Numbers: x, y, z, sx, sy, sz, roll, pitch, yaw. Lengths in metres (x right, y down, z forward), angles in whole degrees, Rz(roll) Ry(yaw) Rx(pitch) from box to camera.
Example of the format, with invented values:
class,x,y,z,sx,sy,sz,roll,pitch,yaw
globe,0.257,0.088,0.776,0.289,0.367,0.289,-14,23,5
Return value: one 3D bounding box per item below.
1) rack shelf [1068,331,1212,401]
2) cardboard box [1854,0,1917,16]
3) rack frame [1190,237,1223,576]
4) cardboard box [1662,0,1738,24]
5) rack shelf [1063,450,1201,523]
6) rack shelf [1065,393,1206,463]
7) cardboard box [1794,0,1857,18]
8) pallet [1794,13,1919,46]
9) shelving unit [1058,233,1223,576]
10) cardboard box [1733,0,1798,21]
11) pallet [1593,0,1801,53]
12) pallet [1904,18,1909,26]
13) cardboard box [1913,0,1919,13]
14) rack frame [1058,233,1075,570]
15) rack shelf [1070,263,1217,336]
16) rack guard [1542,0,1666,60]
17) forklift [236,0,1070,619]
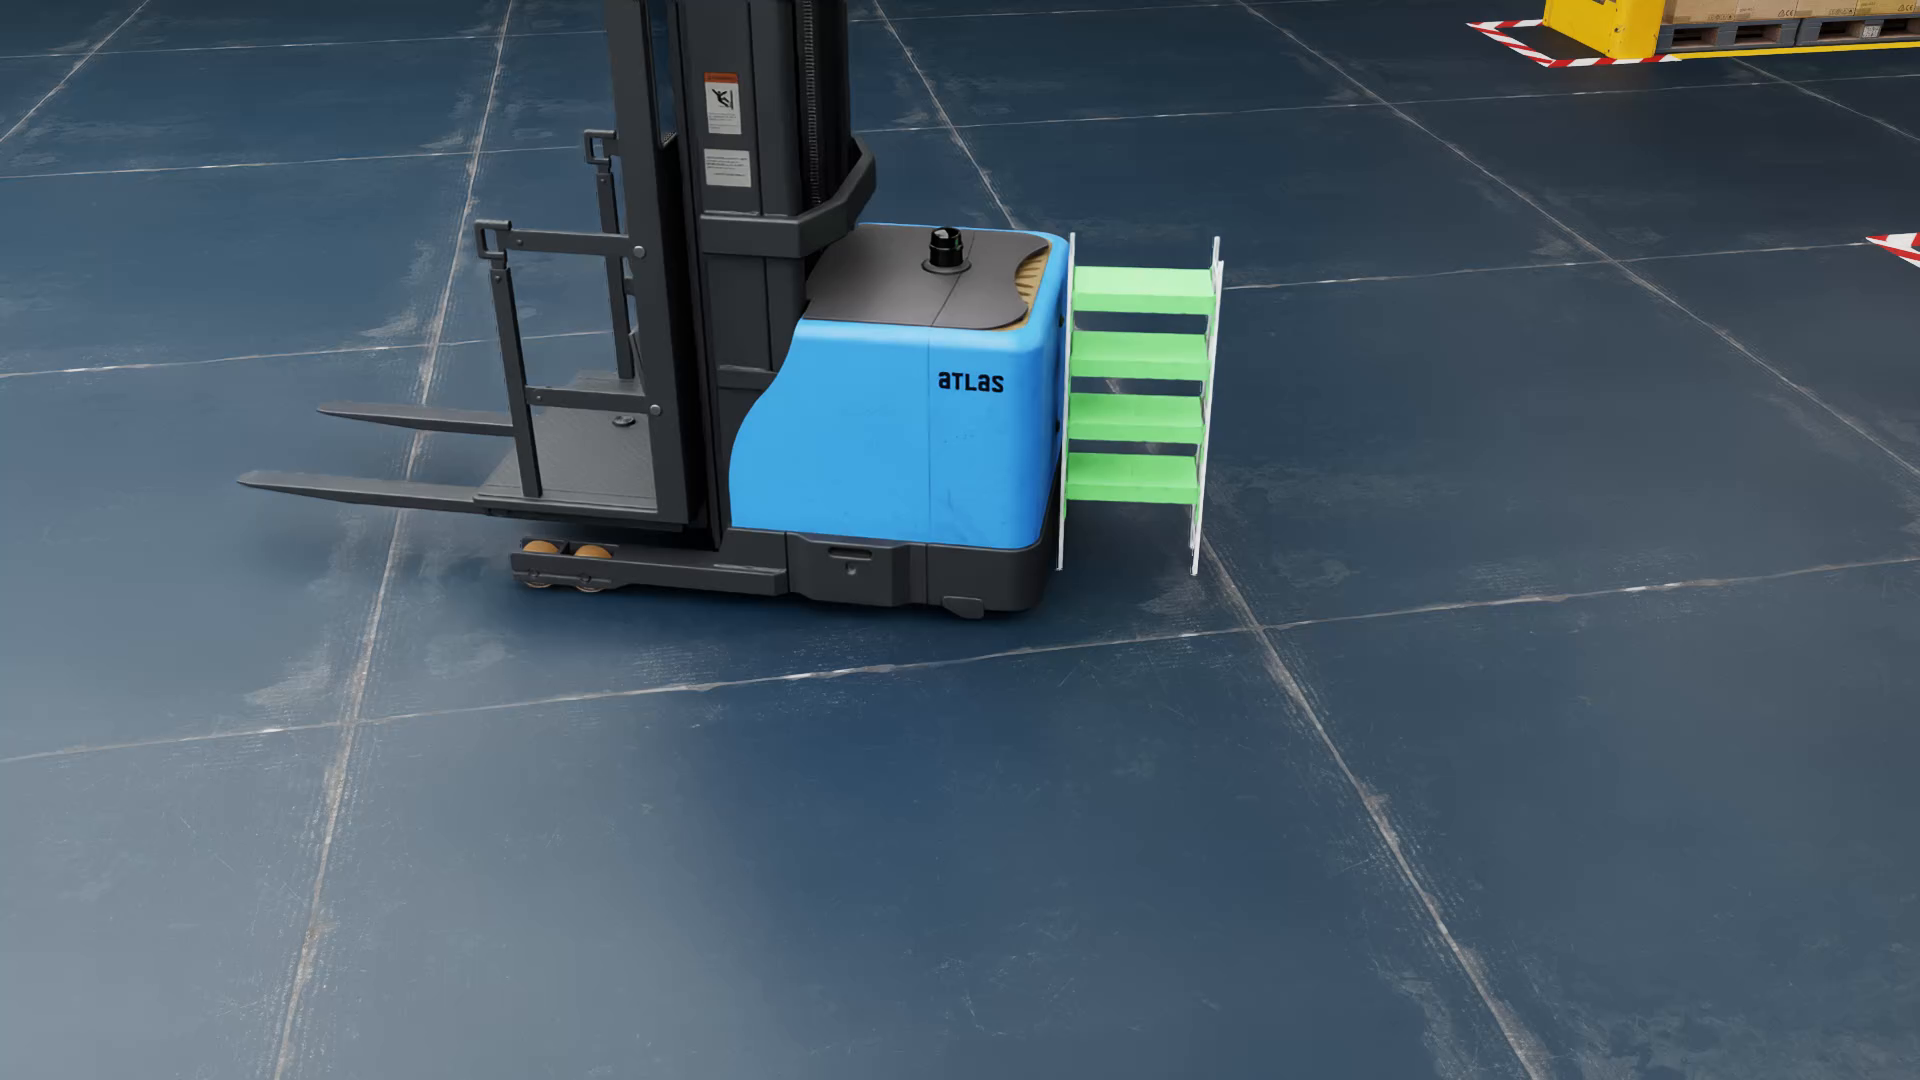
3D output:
class,x,y,z,sx,sy,sz,roll,pitch,yaw
rack shelf,0.617,-0.610,5.756,0.480,0.148,0.258,2,31,4
cardboard box,6.965,-4.217,12.762,0.500,0.250,0.500,-5,31,-9
rack frame,0.861,-0.449,5.829,0.015,1.200,0.240,2,31,4
cardboard box,5.489,-4.081,12.530,0.500,0.250,0.500,-5,31,-9
rack shelf,0.617,-0.196,5.999,0.480,0.148,0.258,2,31,4
rack shelf,0.617,-0.403,5.878,0.480,0.148,0.258,2,31,4
cardboard box,6.472,-4.174,12.688,0.500,0.250,0.500,-5,31,-9
pallet,6.864,-4.146,13.092,1.213,0.211,1.003,-5,31,-9
shelving unit,0.617,-0.458,5.845,0.503,1.200,0.258,2,31,4
cardboard box,5.980,-4.129,12.611,0.500,0.250,0.500,-5,31,-9
pallet,5.666,-4.036,12.906,1.213,0.211,1.003,-5,31,-9
pallet,8.066,-4.259,13.285,1.213,0.211,1.003,-5,31,-9
cardboard box,7.456,-4.263,12.840,0.500,0.250,0.500,-5,31,-9
rack frame,0.374,-0.467,5.861,0.015,1.200,0.240,2,31,4
rack shelf,0.617,-0.817,5.634,0.480,0.148,0.258,2,31,4
rack guard,4.898,-4.068,12.675,0.348,0.500,1.175,-5,31,-9
forklift,-1.148,-1.334,5.627,3.031,2.935,1.130,5,31,8
